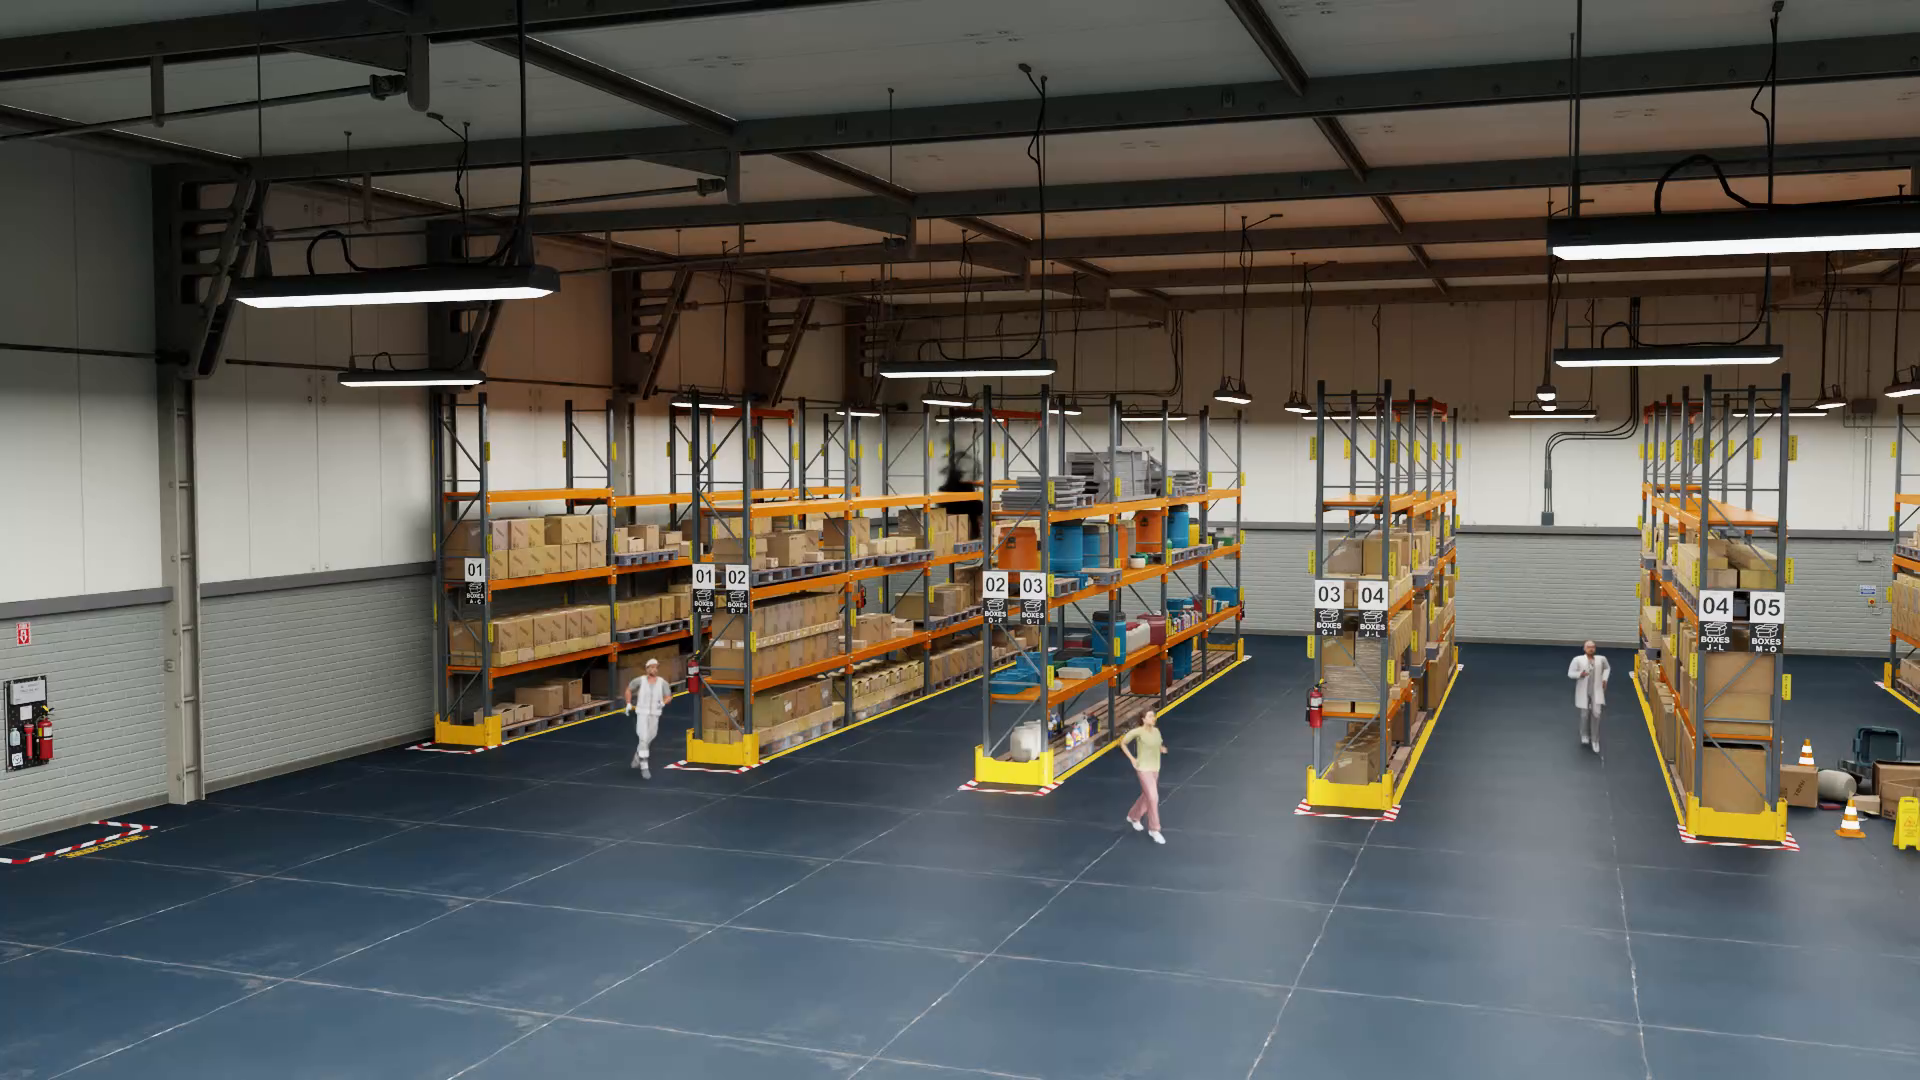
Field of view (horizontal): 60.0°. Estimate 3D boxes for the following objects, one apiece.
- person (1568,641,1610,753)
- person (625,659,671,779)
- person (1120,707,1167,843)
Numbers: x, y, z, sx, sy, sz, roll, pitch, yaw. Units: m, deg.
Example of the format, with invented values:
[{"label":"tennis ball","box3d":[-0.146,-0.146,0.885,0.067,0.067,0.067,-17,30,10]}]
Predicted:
[{"label":"person","box3d":[10.603,2.615,28.024,0.692,1.841,0.842,1,3,16]},{"label":"person","box3d":[-4.803,2.730,25.732,0.703,1.768,0.929,-1,3,-25]},{"label":"person","box3d":[2.419,3.011,21.556,0.567,1.704,0.800,-2,4,-38]}]
